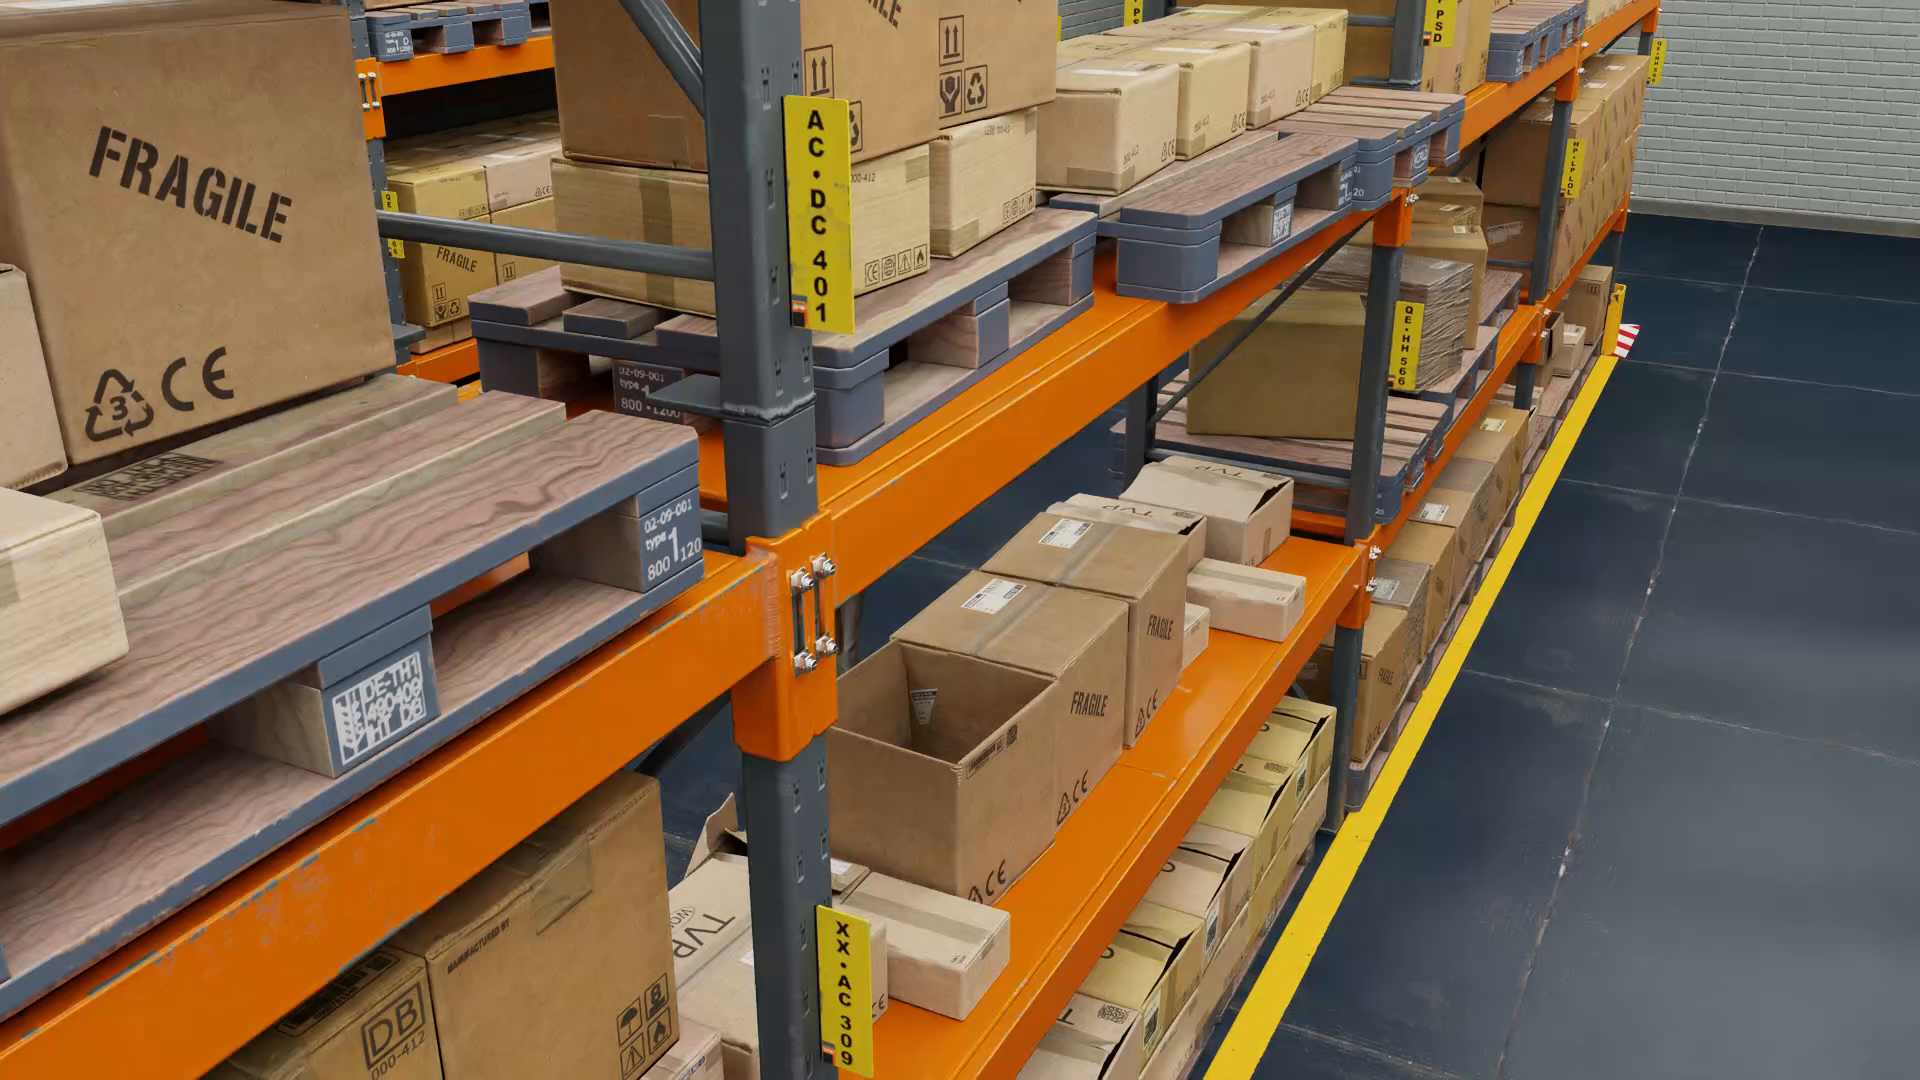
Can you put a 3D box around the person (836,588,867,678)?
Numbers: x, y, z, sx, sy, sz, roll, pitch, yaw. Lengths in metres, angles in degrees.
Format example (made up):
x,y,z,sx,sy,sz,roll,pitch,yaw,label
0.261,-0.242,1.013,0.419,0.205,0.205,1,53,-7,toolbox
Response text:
x,y,z,sx,sy,sz,roll,pitch,yaw,label
-0.591,0.126,7.292,0.473,1.676,0.415,10,25,23,person
